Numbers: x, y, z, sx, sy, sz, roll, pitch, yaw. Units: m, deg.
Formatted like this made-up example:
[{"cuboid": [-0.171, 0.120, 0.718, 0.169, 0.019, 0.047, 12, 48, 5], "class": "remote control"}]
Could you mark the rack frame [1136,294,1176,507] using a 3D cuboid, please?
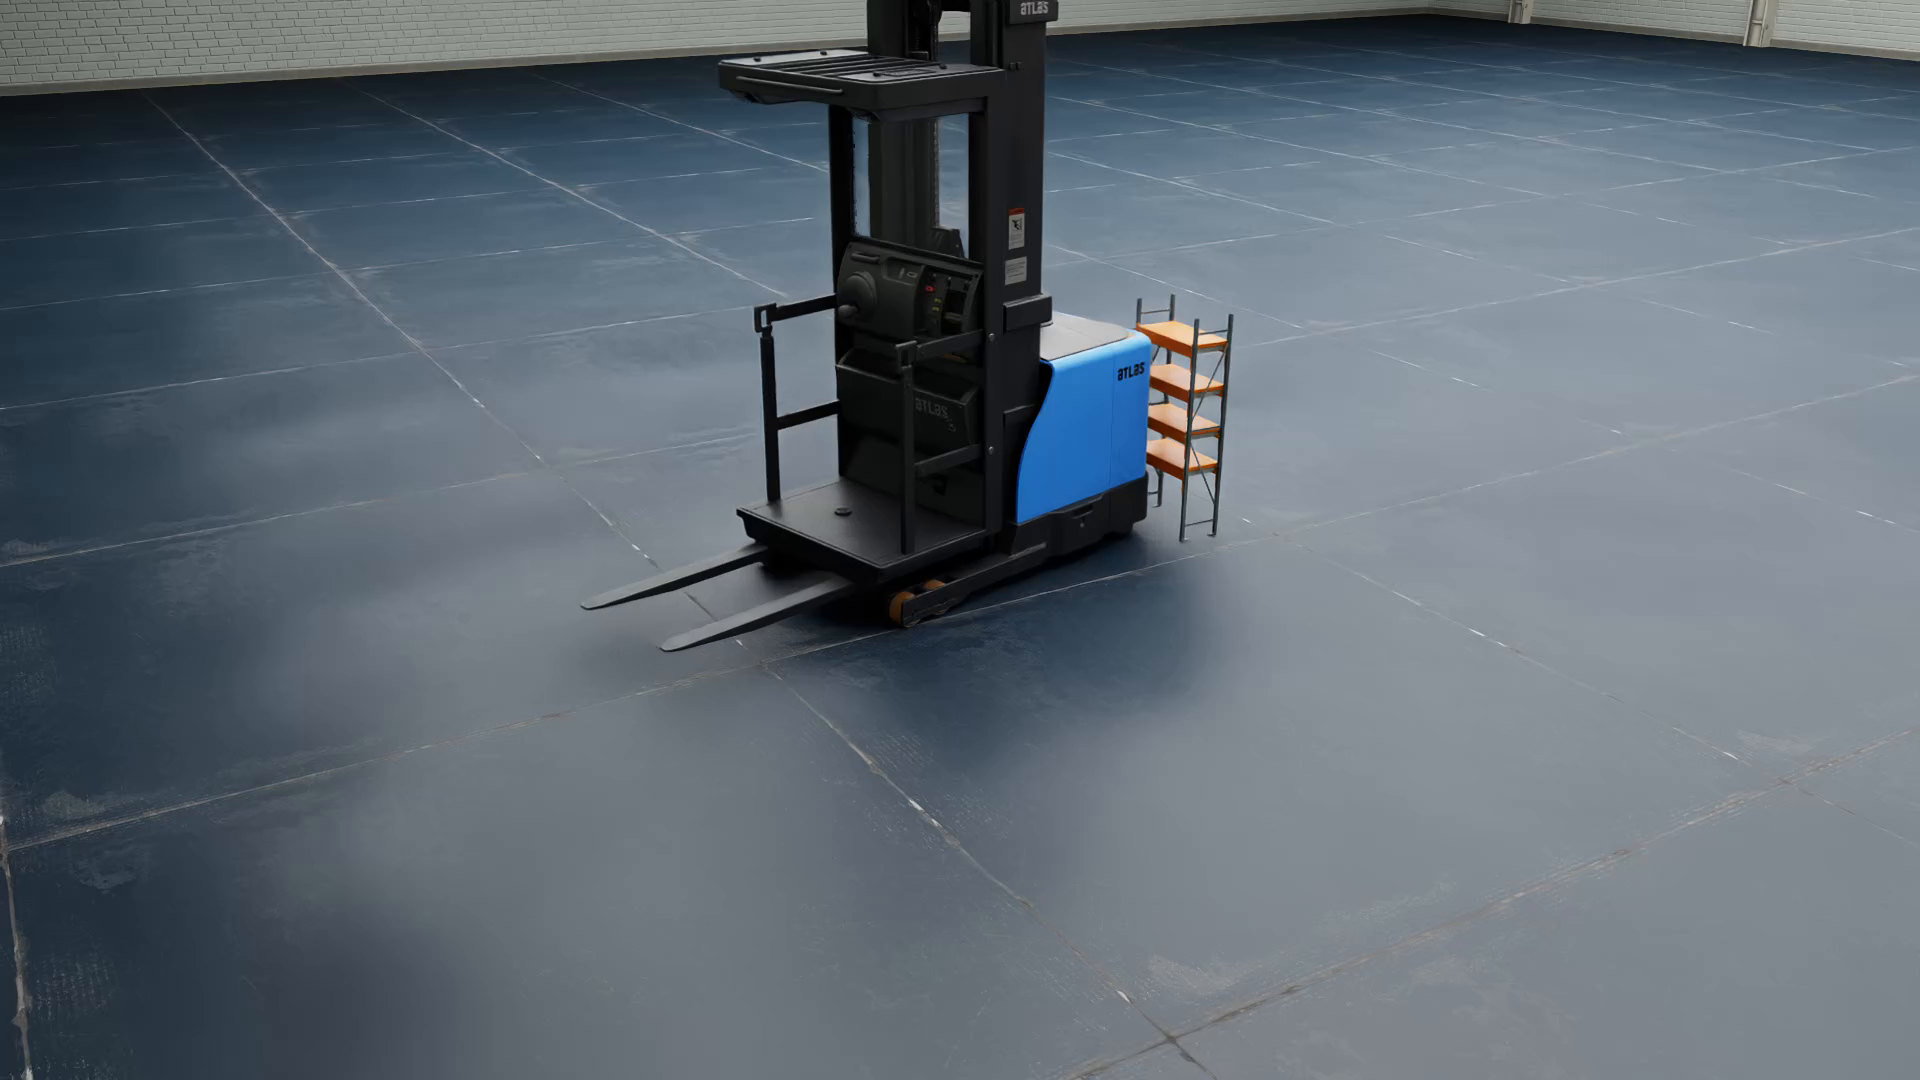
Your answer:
[{"cuboid": [1.029, -0.731, 9.010, 0.240, 1.200, 0.015, -11, 25, -28], "class": "rack frame"}]

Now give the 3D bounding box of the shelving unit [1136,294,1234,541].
[{"cuboid": [1.152, -0.652, 8.815, 0.258, 1.200, 0.503, -11, 25, -28], "class": "shelving unit"}]

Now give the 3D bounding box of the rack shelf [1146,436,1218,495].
[{"cuboid": [1.148, -0.405, 8.912, 0.258, 0.148, 0.480, -11, 25, -28], "class": "rack shelf"}]

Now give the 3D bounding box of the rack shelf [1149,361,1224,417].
[{"cuboid": [1.155, -0.797, 8.757, 0.258, 0.148, 0.480, -11, 25, -28], "class": "rack shelf"}]

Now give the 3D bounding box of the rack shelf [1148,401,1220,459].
[{"cuboid": [1.151, -0.589, 8.839, 0.258, 0.148, 0.480, -11, 25, -28], "class": "rack shelf"}]

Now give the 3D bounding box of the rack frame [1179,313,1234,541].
[{"cuboid": [1.275, -0.572, 8.619, 0.240, 1.200, 0.015, -11, 25, -28], "class": "rack frame"}]

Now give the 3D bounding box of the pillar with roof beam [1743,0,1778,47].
[{"cuboid": [11.981, -13.065, 29.005, 9.100, 9.000, 0.400, -13, 25, -28], "class": "pillar with roof beam"}]

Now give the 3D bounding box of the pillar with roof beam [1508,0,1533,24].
[{"cuboid": [8.916, -15.008, 33.784, 9.100, 9.000, 0.400, -13, 25, -28], "class": "pillar with roof beam"}]

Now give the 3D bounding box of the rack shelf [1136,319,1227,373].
[{"cuboid": [1.159, -1.017, 8.670, 0.258, 0.148, 0.480, -11, 25, -28], "class": "rack shelf"}]

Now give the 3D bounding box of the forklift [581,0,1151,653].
[{"cuboid": [-0.400, -1.166, 7.789, 3.031, 2.935, 1.130, -20, 30, -41], "class": "forklift"}]
